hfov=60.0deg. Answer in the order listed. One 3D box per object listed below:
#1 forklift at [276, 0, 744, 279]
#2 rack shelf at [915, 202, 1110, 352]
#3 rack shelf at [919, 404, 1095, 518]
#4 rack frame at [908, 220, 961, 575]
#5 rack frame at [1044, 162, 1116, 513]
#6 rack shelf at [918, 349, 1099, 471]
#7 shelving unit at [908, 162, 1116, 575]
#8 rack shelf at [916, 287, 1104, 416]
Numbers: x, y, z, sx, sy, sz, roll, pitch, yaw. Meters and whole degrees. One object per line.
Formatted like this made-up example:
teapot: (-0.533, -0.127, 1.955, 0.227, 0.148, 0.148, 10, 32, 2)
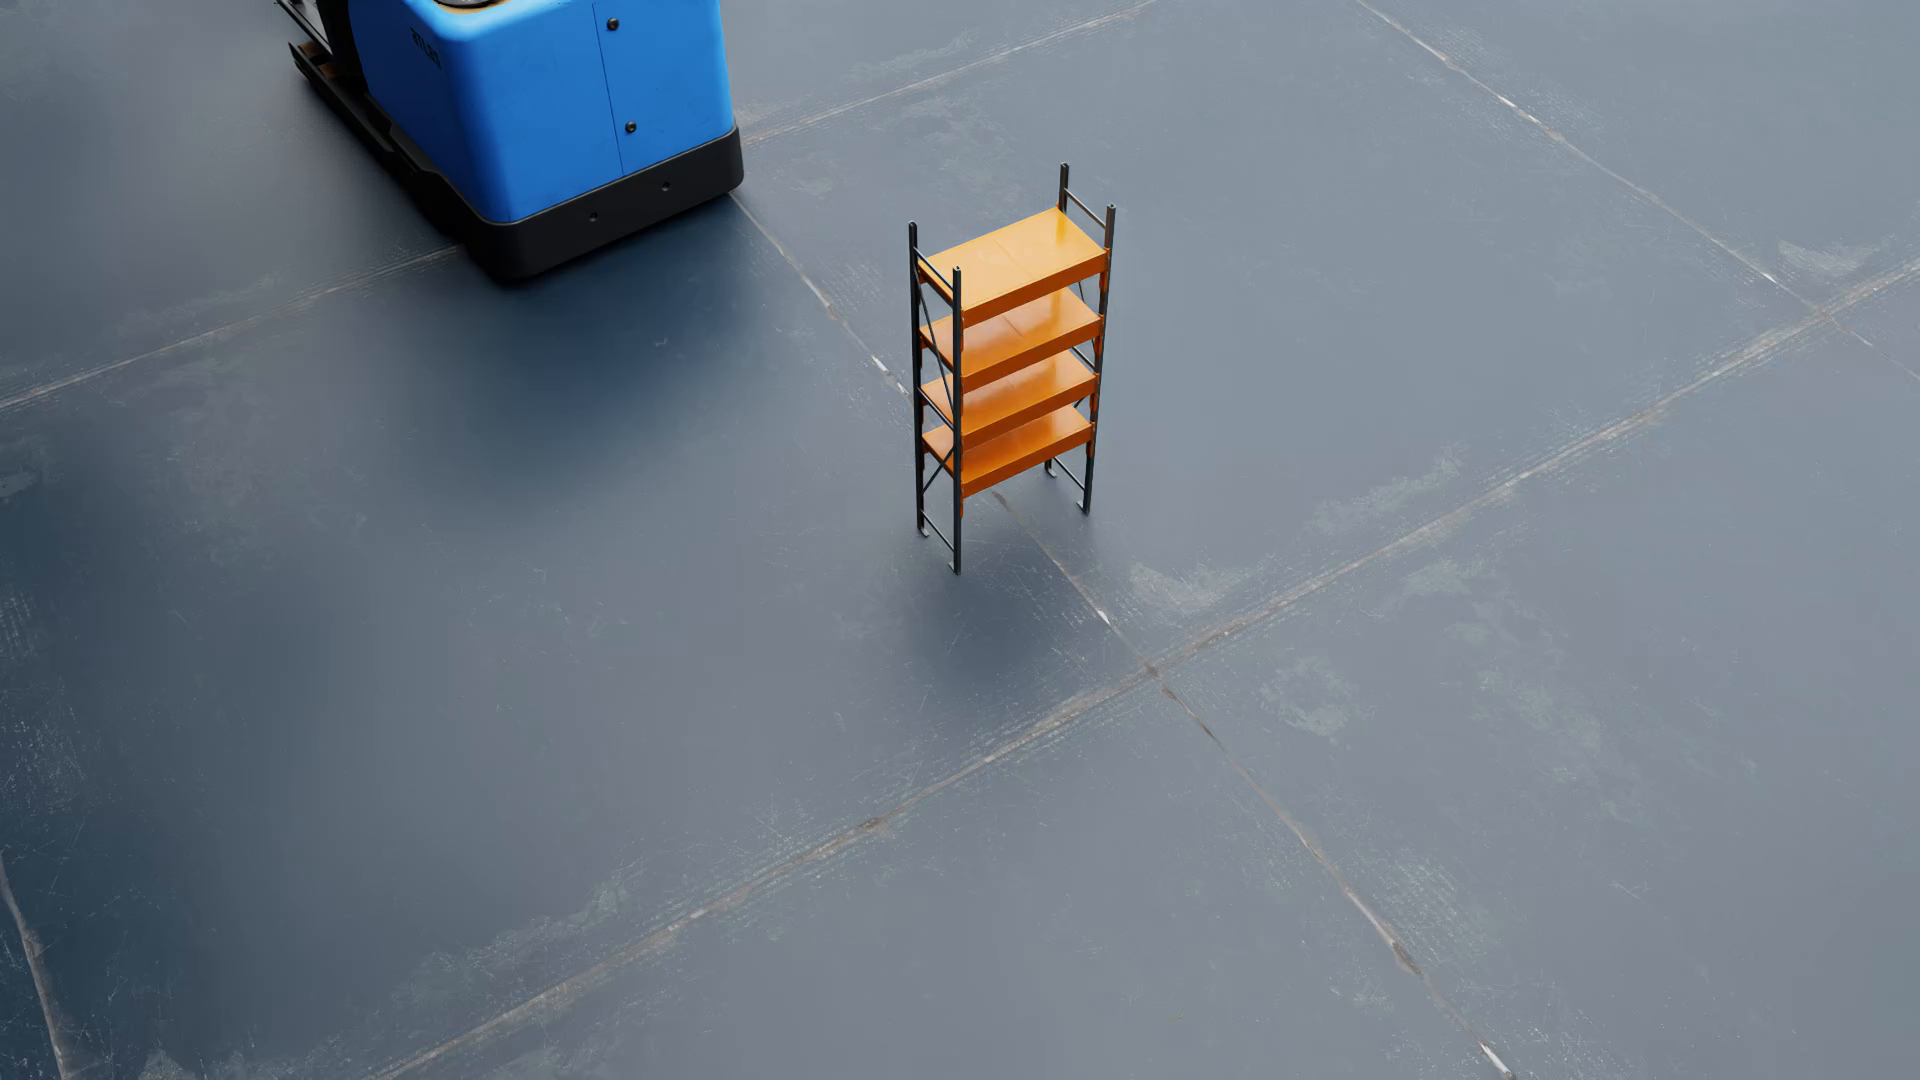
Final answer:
forklift: (-2.120, -2.973, 5.935, 1.130, 2.935, 3.031, -30, 55, -24)
rack shelf: (0.140, -0.726, 4.567, 0.480, 0.148, 0.258, -25, 53, -21)
rack shelf: (0.140, -0.288, 5.059, 0.480, 0.148, 0.258, -25, 53, -21)
rack frame: (-0.066, -0.368, 4.774, 0.015, 1.200, 0.240, -25, 53, -21)
rack frame: (0.346, -0.562, 4.947, 0.015, 1.200, 0.240, -25, 53, -21)
rack shelf: (0.140, -0.420, 4.911, 0.480, 0.148, 0.258, -25, 53, -21)
shelving unit: (0.140, -0.465, 4.861, 0.503, 1.200, 0.258, -25, 53, -21)
rack shelf: (0.140, -0.569, 4.744, 0.480, 0.148, 0.258, -25, 53, -21)
